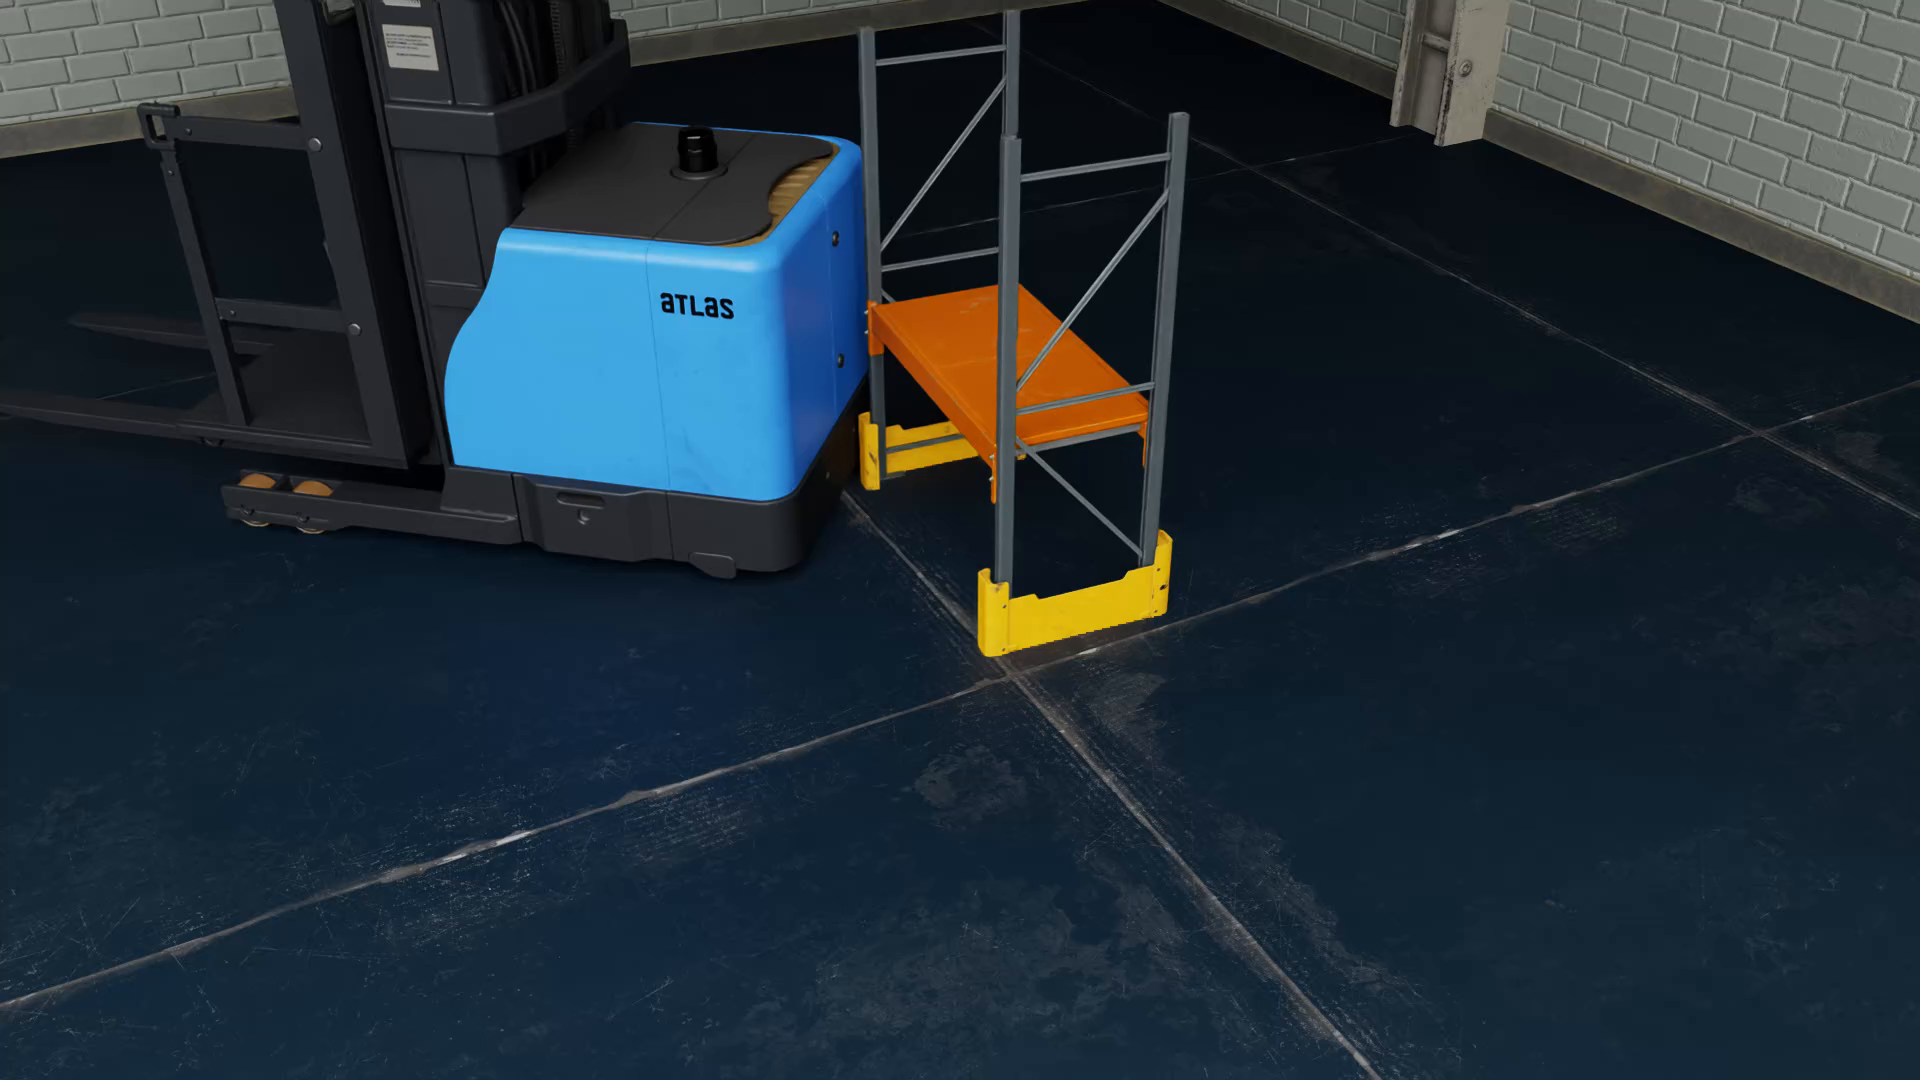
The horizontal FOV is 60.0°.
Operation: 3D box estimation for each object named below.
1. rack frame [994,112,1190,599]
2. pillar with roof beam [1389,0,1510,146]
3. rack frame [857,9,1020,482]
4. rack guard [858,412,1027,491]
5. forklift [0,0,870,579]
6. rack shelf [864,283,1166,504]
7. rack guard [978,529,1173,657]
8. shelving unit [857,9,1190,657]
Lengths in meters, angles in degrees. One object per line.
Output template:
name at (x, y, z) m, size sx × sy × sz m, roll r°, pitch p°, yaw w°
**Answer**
rack frame at (0.332, -0.374, 4.444) m, size 0.500 × 1.500 × 0.032 m, roll -13°, pitch 35°, yaw -19°
pillar with roof beam at (-1.360, -4.808, 4.413) m, size 9.100 × 9.000 × 0.400 m, roll -16°, pitch 36°, yaw -23°
rack frame at (-0.058, -0.881, 5.234) m, size 0.500 × 1.500 × 0.032 m, roll -13°, pitch 35°, yaw -19°
rack guard at (-0.051, -0.345, 5.557) m, size 0.587 × 0.250 × 0.087 m, roll -13°, pitch 35°, yaw -19°
forklift at (-1.856, -1.522, 4.909) m, size 3.031 × 2.935 × 1.130 m, roll 7°, pitch 33°, yaw 11°
rack shelf at (0.137, -0.476, 4.936) m, size 0.538 × 0.185 × 1.000 m, roll -13°, pitch 35°, yaw -19°
rack guard at (0.332, 0.151, 4.782) m, size 0.587 × 0.250 × 0.087 m, roll -13°, pitch 35°, yaw -19°
shelving unit at (0.140, -0.623, 4.832) m, size 0.587 × 1.500 × 1.083 m, roll -13°, pitch 35°, yaw -19°
